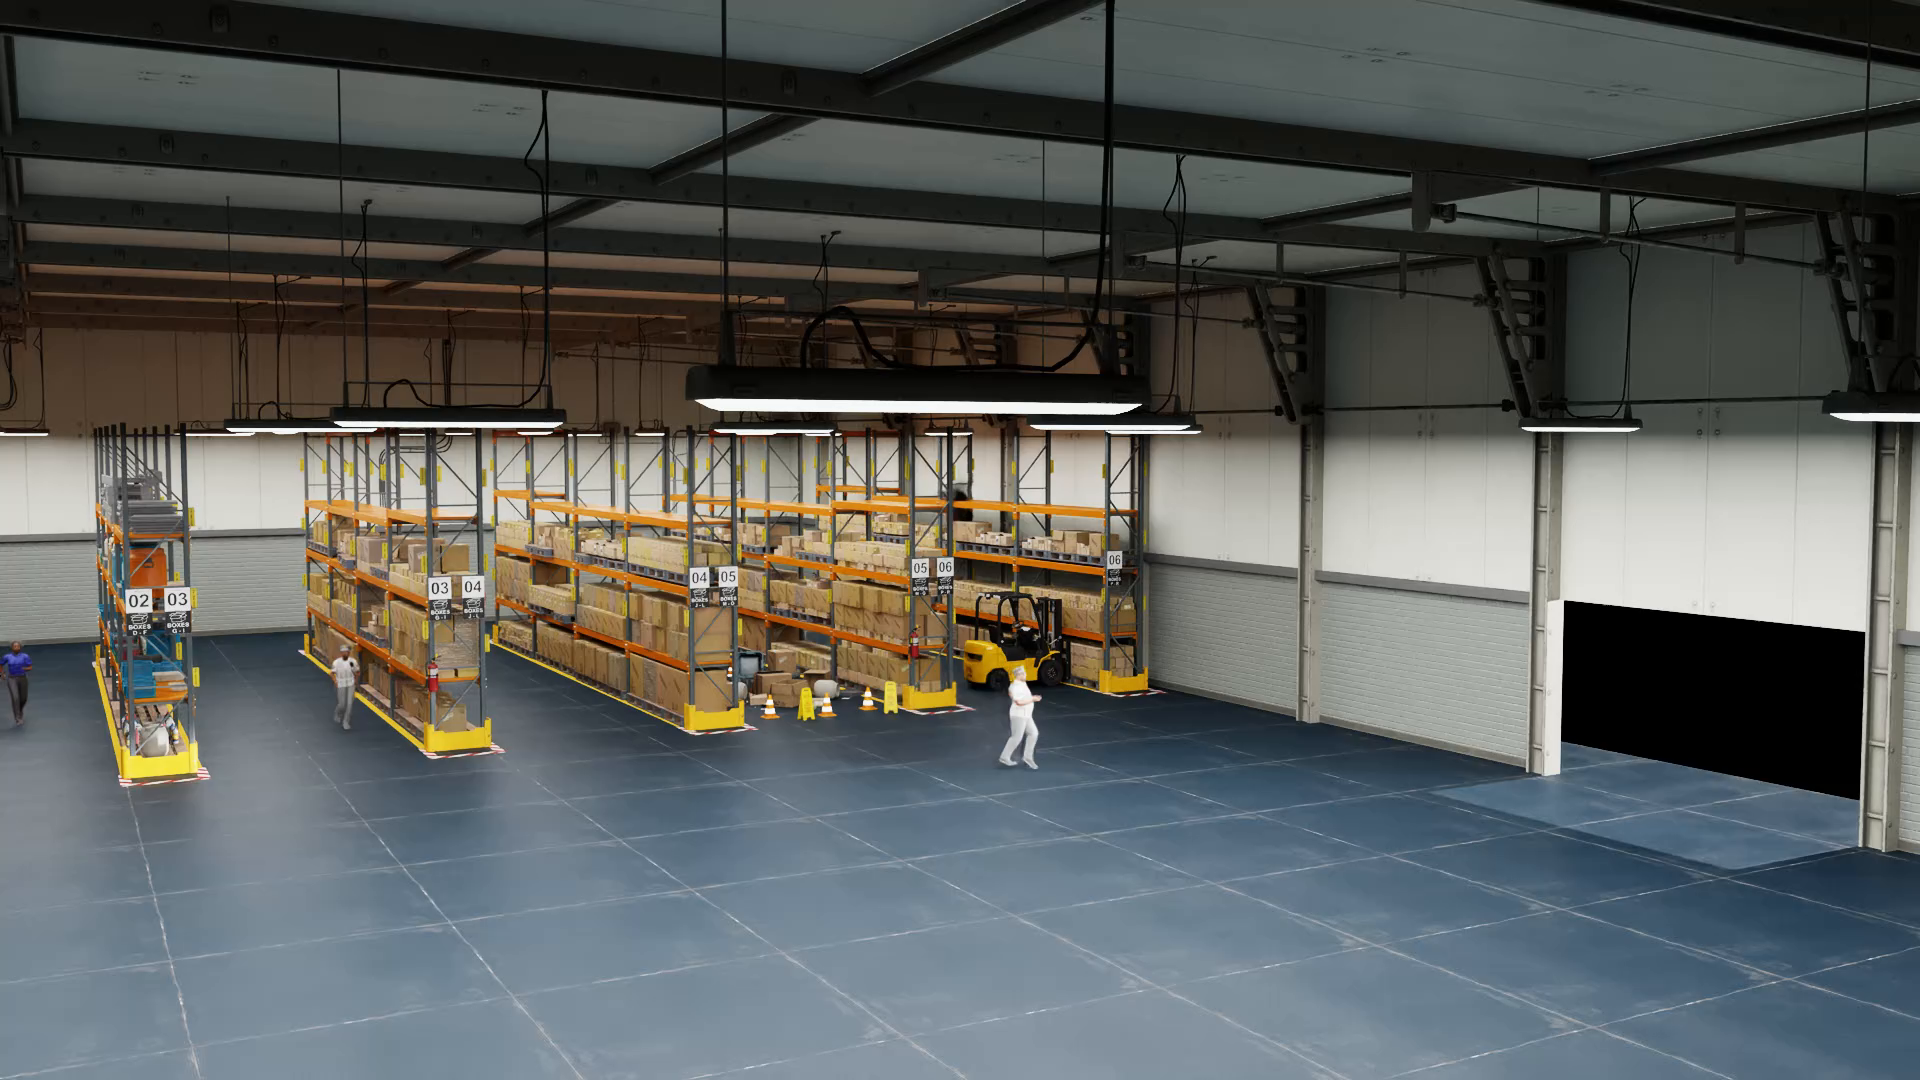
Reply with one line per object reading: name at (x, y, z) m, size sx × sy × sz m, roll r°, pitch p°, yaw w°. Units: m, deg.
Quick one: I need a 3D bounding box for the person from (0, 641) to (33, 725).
person at (-19.004, 2.852, 33.516) m, size 0.581 × 1.635 × 0.932 m, roll -3°, pitch 5°, yaw -40°

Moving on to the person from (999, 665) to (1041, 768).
person at (1.060, 3.092, 28.914) m, size 0.755 × 1.839 × 0.640 m, roll 1°, pitch 4°, yaw 15°

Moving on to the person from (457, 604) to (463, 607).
person at (-14.088, 2.096, 45.945) m, size 0.747 × 1.710 × 0.857 m, roll -1°, pitch 4°, yaw -14°

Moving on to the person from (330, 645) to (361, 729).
person at (-12.180, 2.901, 33.016) m, size 0.571 × 1.673 × 0.595 m, roll -2°, pitch 4°, yaw -28°

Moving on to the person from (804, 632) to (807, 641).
person at (-4.405, 2.023, 46.134) m, size 0.657 × 1.755 × 0.971 m, roll -2°, pitch 4°, yaw -30°
